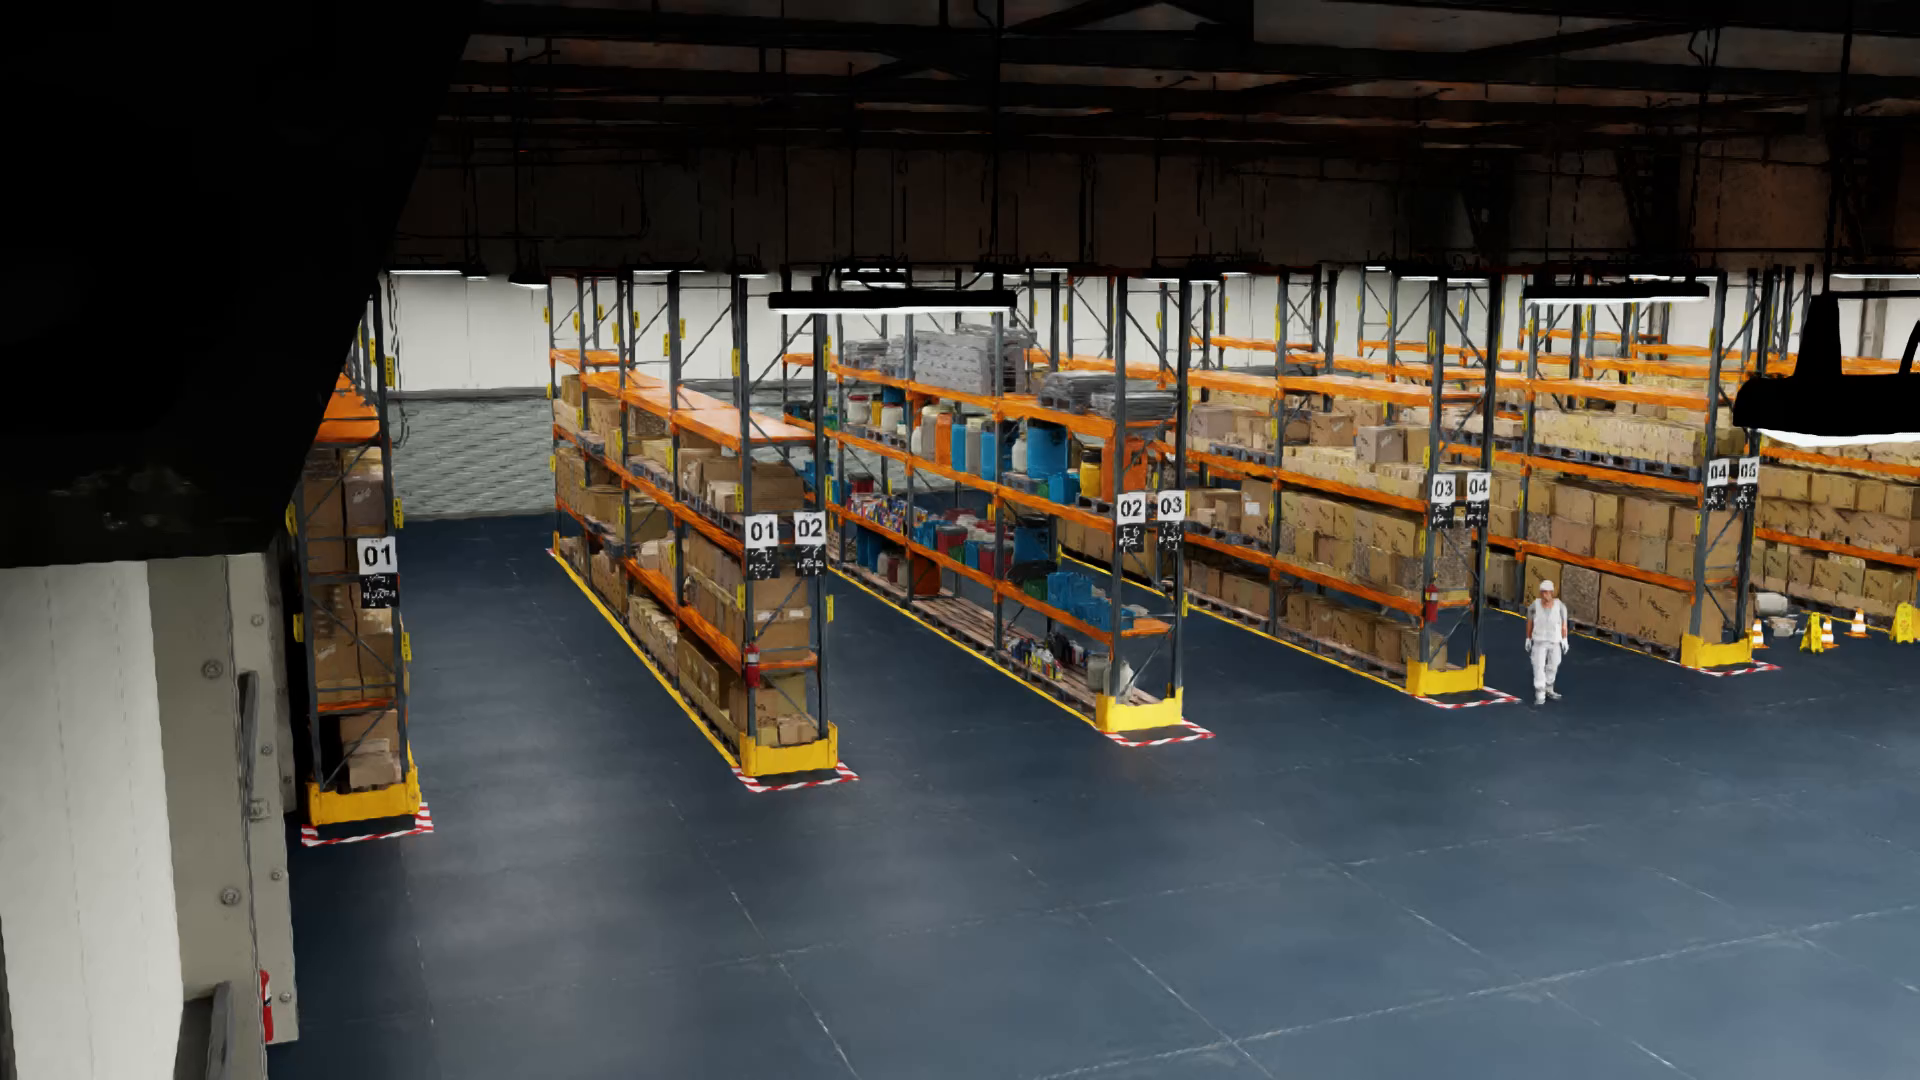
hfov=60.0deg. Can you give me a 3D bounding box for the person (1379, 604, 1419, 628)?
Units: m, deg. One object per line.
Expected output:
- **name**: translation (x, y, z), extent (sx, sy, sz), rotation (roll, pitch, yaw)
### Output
- **person**: translation (7.371, 0.751, 27.886), extent (0.417, 1.517, 1.036), rotation (-3, 10, -18)

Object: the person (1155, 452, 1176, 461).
- **person**: translation (5.091, -1.682, 41.269), extent (0.601, 1.755, 0.579), rotation (5, 11, 27)

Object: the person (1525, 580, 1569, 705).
- **person**: translation (8.269, 1.419, 23.434), extent (0.576, 1.775, 0.574), rotation (2, 10, 14)
